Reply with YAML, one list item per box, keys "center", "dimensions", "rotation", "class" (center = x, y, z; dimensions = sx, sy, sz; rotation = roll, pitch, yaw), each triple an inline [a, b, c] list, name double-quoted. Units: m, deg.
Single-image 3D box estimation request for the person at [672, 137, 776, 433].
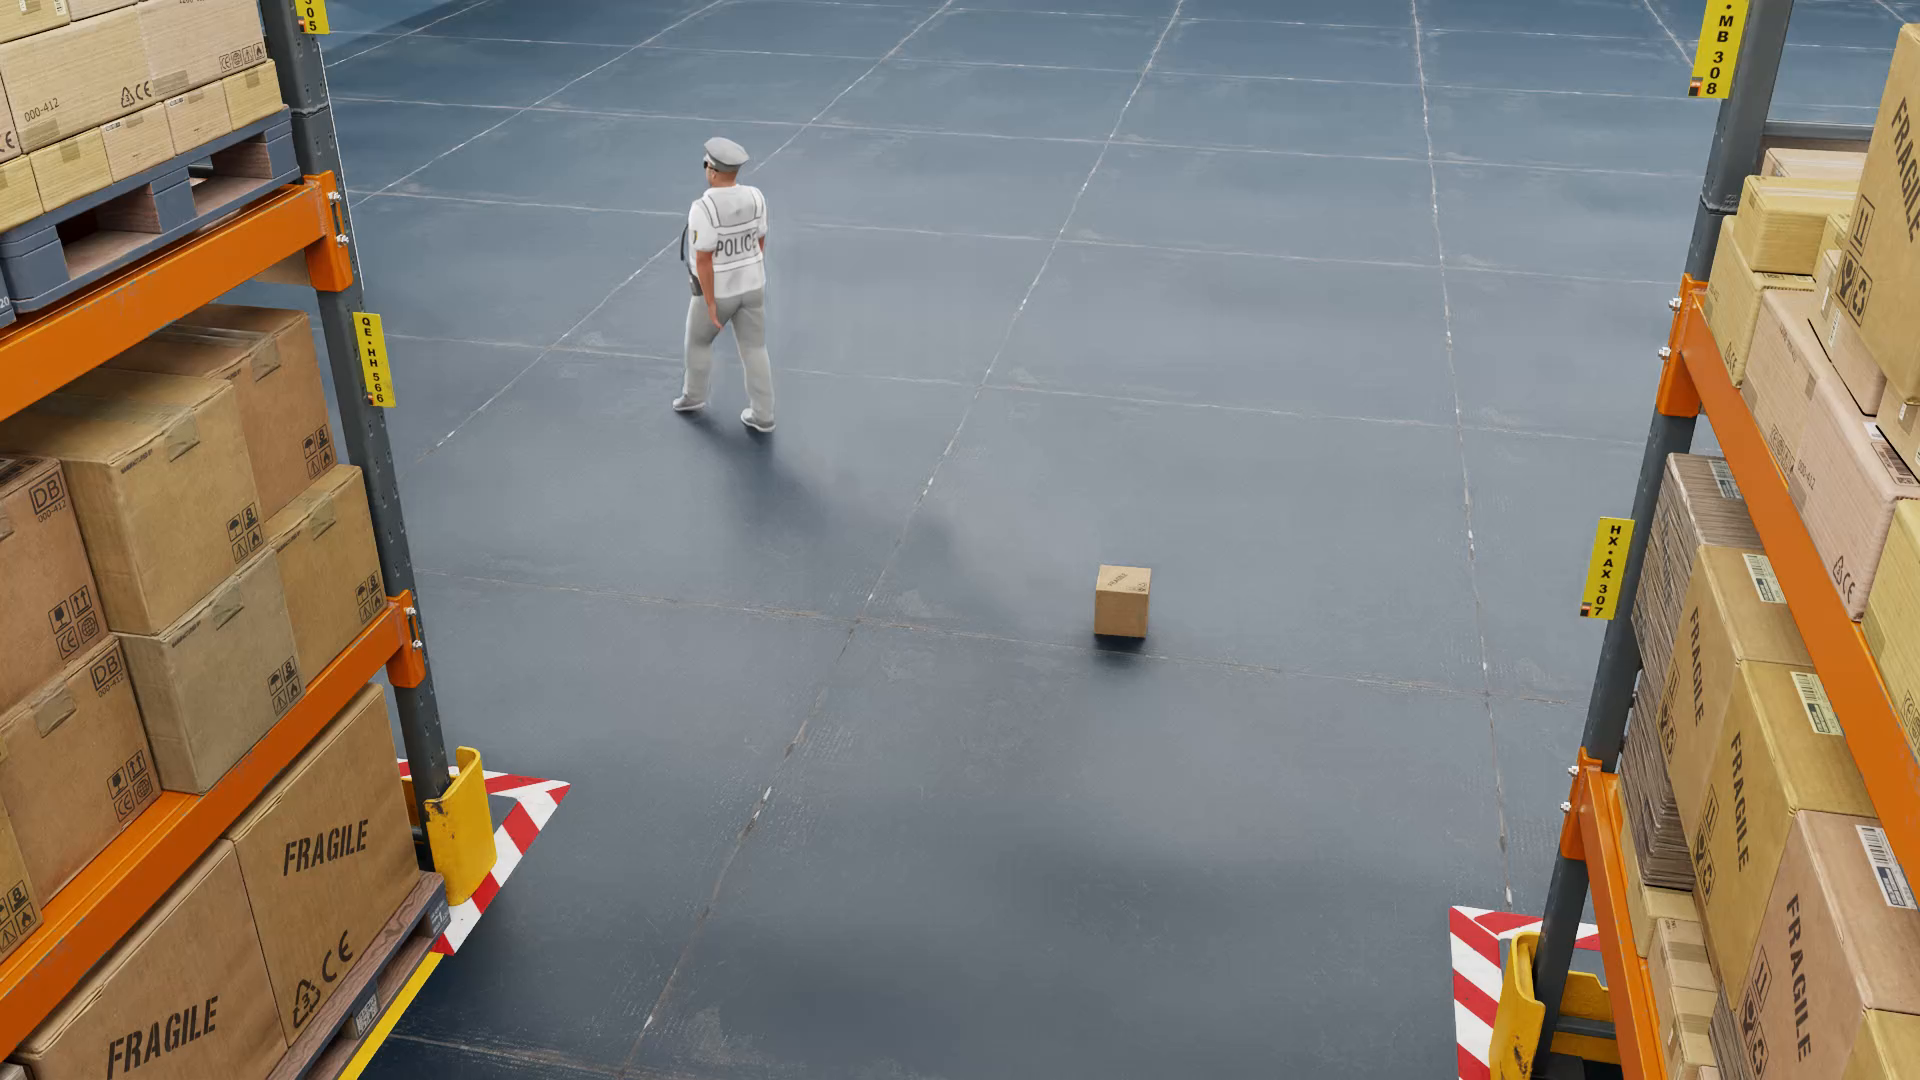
- center: [-1.416, -1.522, 9.899]
  dimensions: [0.536, 1.785, 0.844]
  rotation: [-20, 34, -32]
  class: "person"
